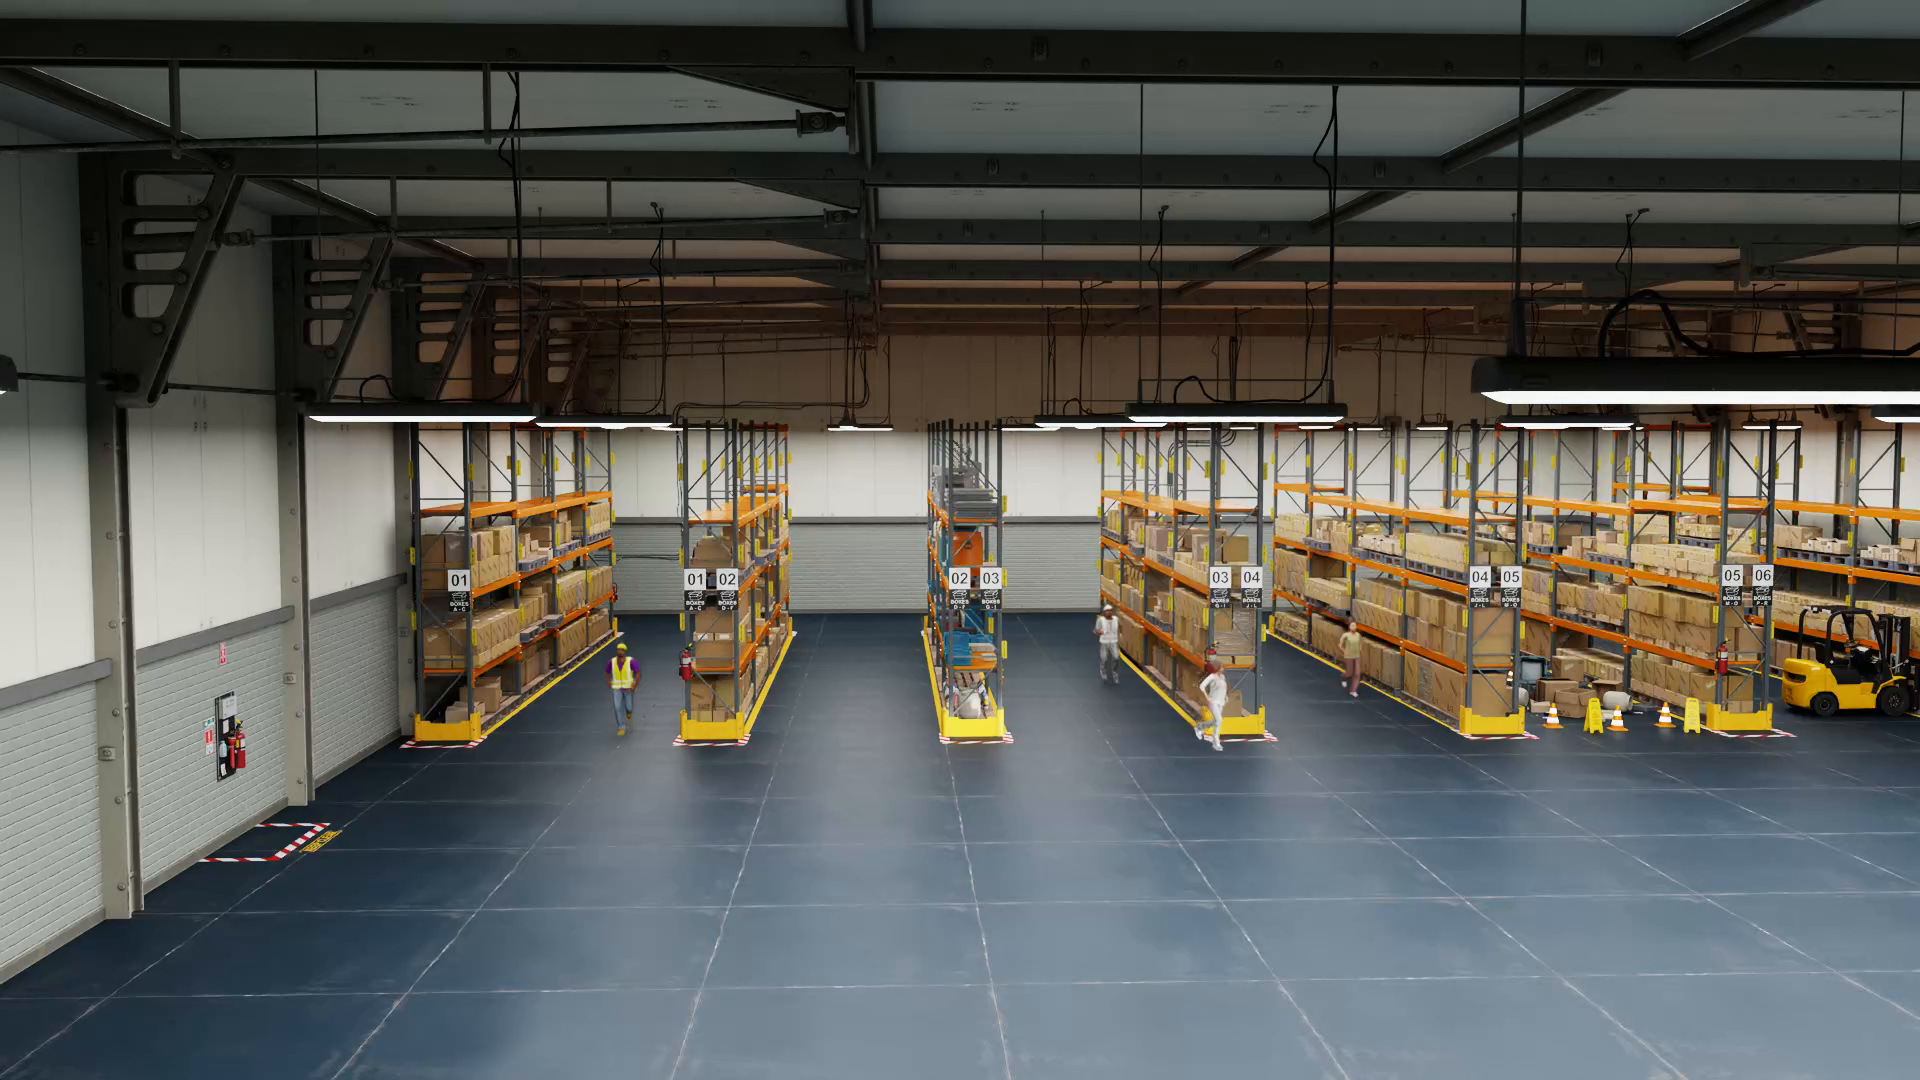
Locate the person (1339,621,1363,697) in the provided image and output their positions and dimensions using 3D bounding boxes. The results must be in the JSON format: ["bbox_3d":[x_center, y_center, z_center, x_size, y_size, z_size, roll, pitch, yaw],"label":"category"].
[{"bbox_3d":[8.583,2.580,36.423,0.579,1.641,0.731,-1,4,-10],"label":"person"}]

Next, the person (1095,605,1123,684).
[{"bbox_3d":[3.431,2.402,38.153,0.667,1.834,0.744,0,4,-4],"label":"person"}]

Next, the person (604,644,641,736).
[{"bbox_3d":[-6.471,2.839,31.864,0.702,1.729,0.832,-1,4,-9],"label":"person"}]

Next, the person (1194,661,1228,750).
[{"bbox_3d":[4.642,3.007,30.456,0.590,1.575,0.746,-3,5,-43],"label":"person"}]
